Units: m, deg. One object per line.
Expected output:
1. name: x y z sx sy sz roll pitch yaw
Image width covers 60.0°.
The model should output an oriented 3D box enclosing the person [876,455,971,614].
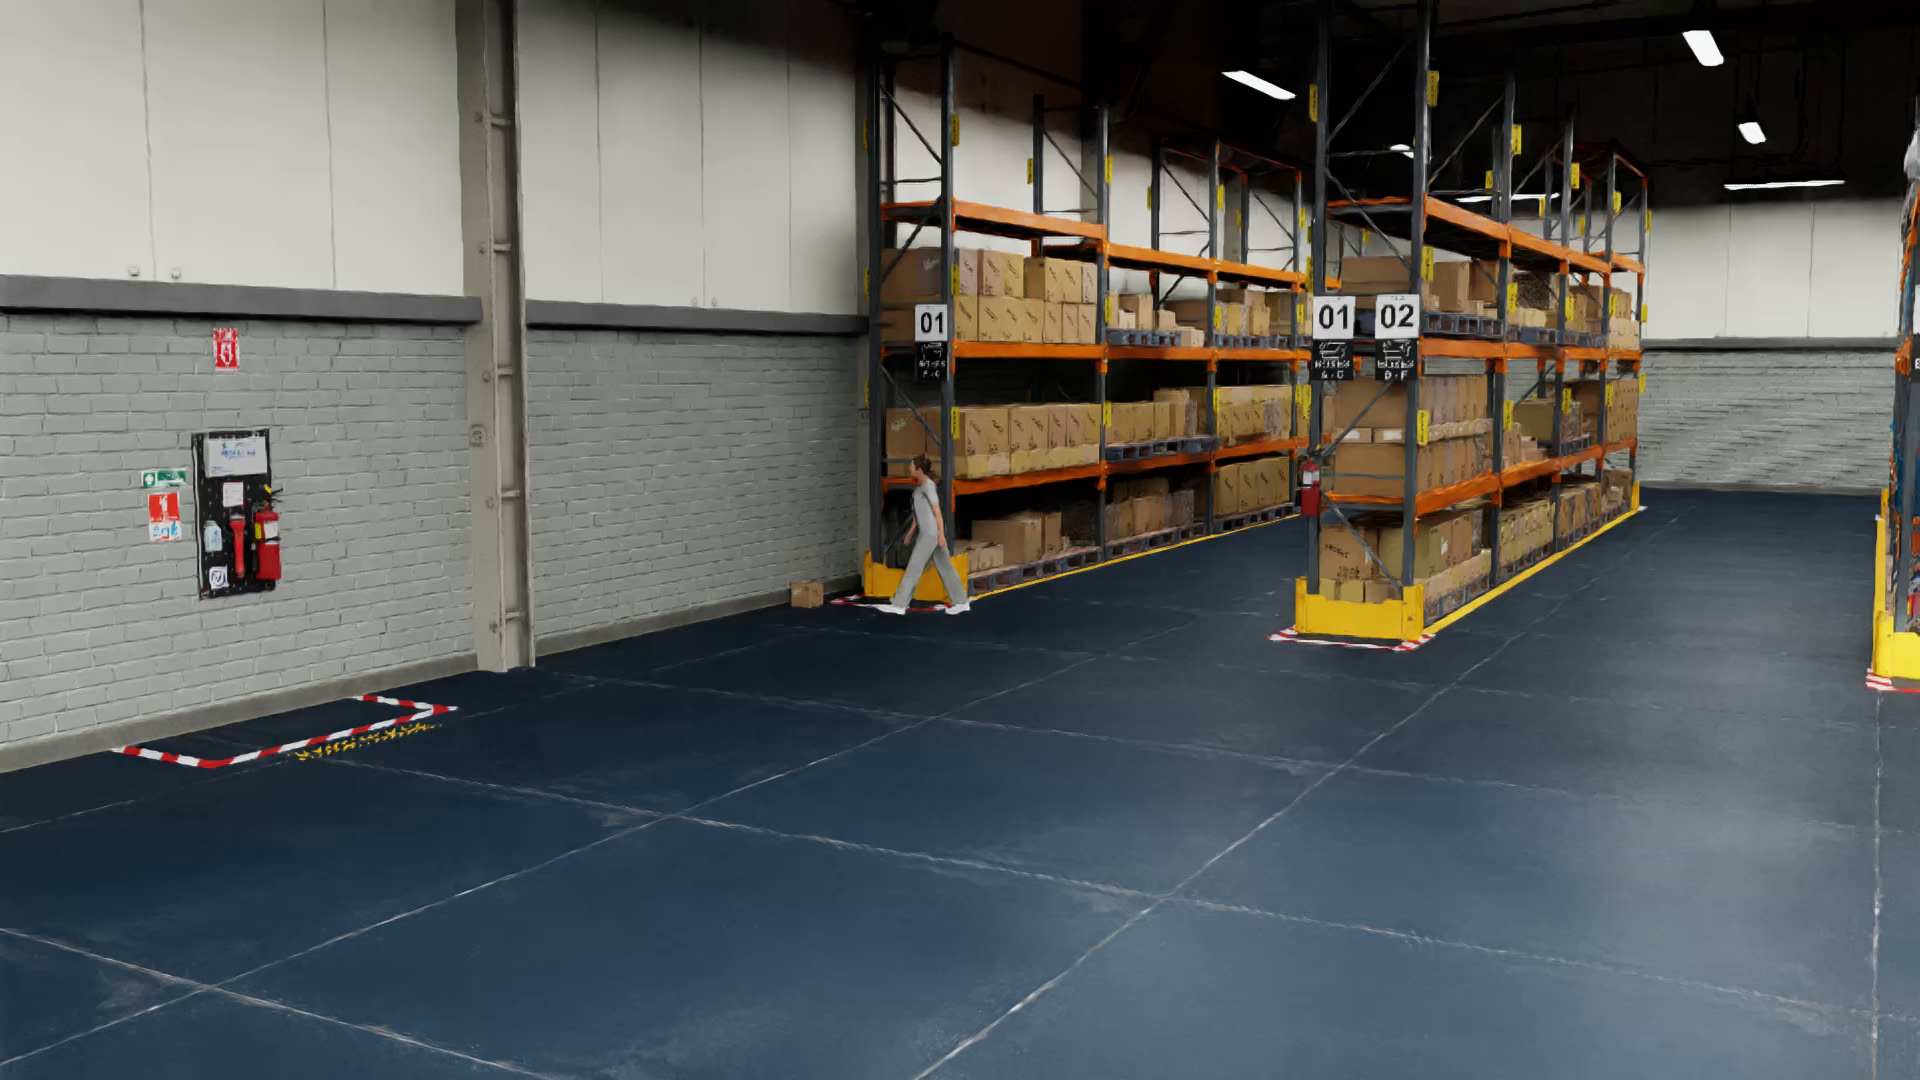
1. person: -0.371 -0.032 16.833 0.953 1.575 0.470 0 6 2
